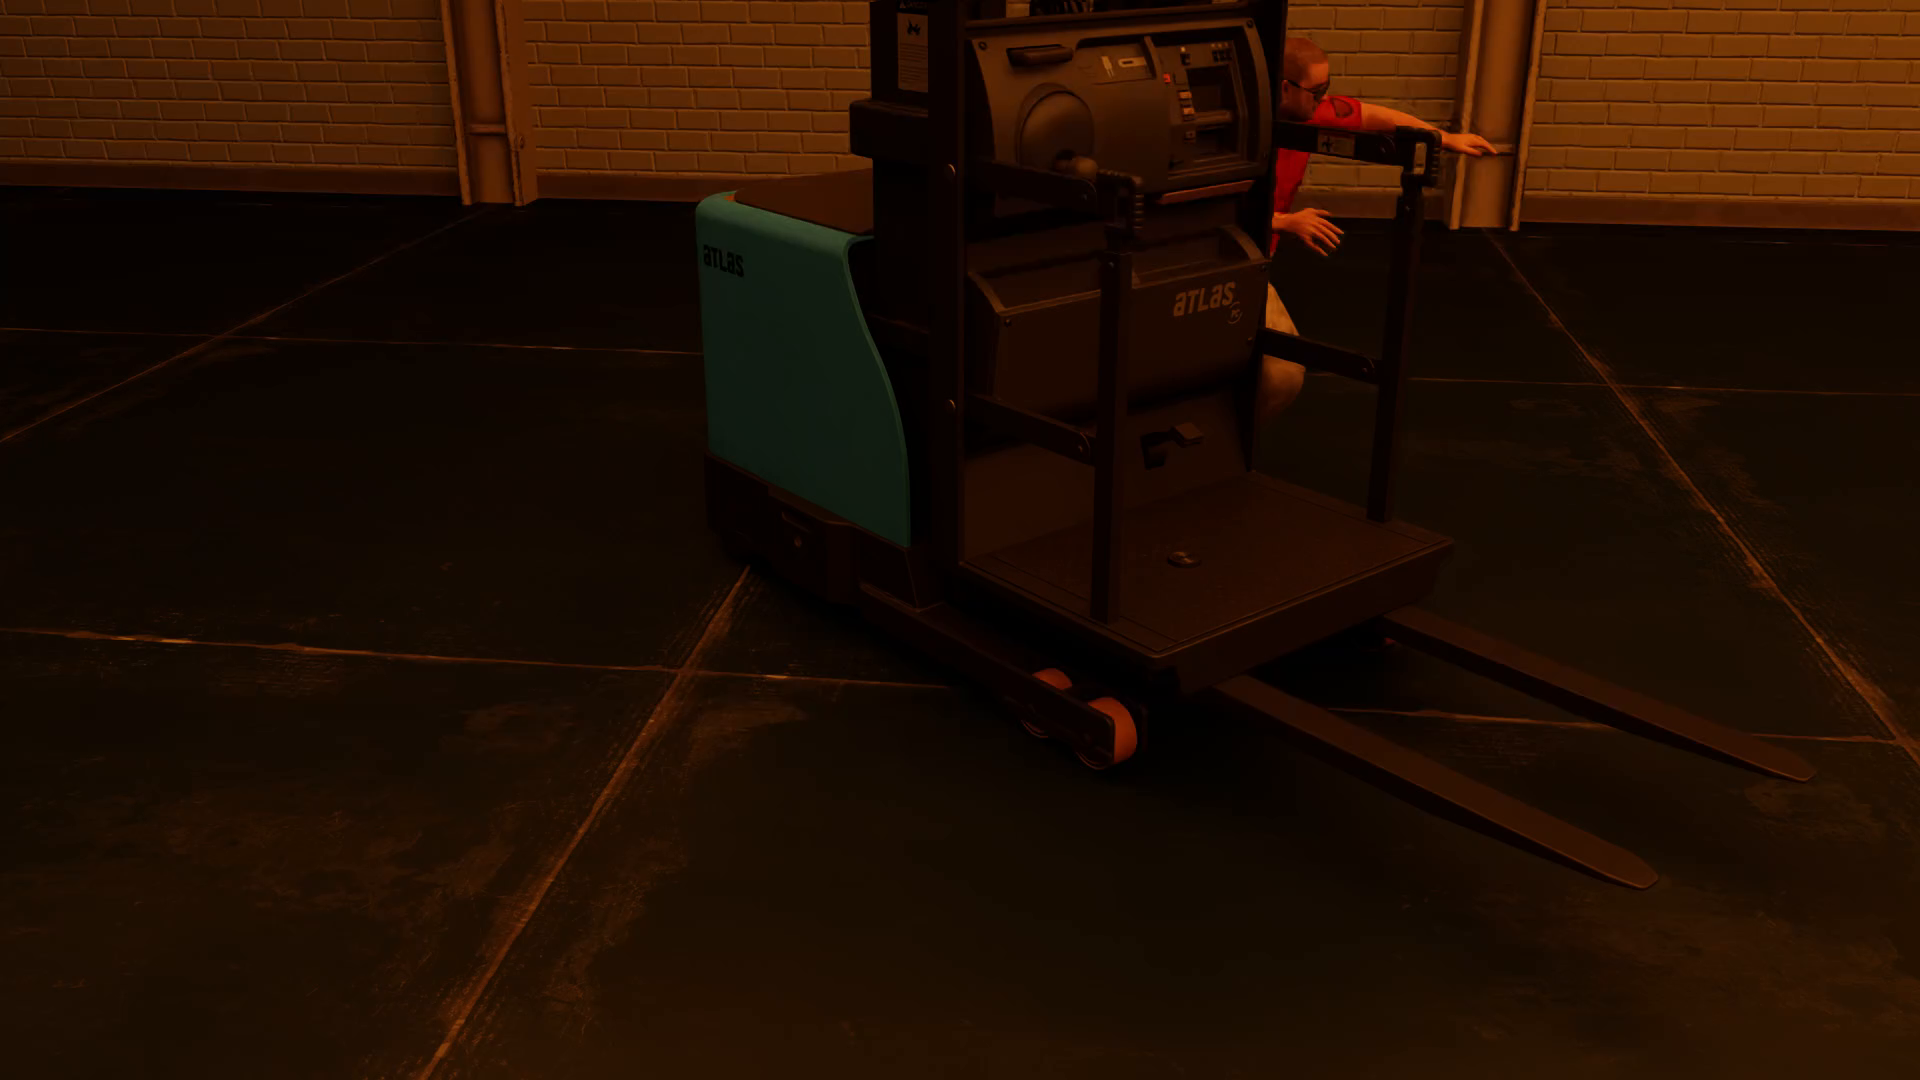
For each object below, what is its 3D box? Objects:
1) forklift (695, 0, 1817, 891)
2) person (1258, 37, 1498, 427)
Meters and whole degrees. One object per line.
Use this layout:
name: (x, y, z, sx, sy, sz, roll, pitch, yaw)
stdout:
forklift: (0.543, -1.038, 3.831, 1.130, 2.935, 3.031, -17, 27, -36)
person: (0.981, -0.857, 5.366, 1.562, 1.465, 0.793, -18, 28, -37)
